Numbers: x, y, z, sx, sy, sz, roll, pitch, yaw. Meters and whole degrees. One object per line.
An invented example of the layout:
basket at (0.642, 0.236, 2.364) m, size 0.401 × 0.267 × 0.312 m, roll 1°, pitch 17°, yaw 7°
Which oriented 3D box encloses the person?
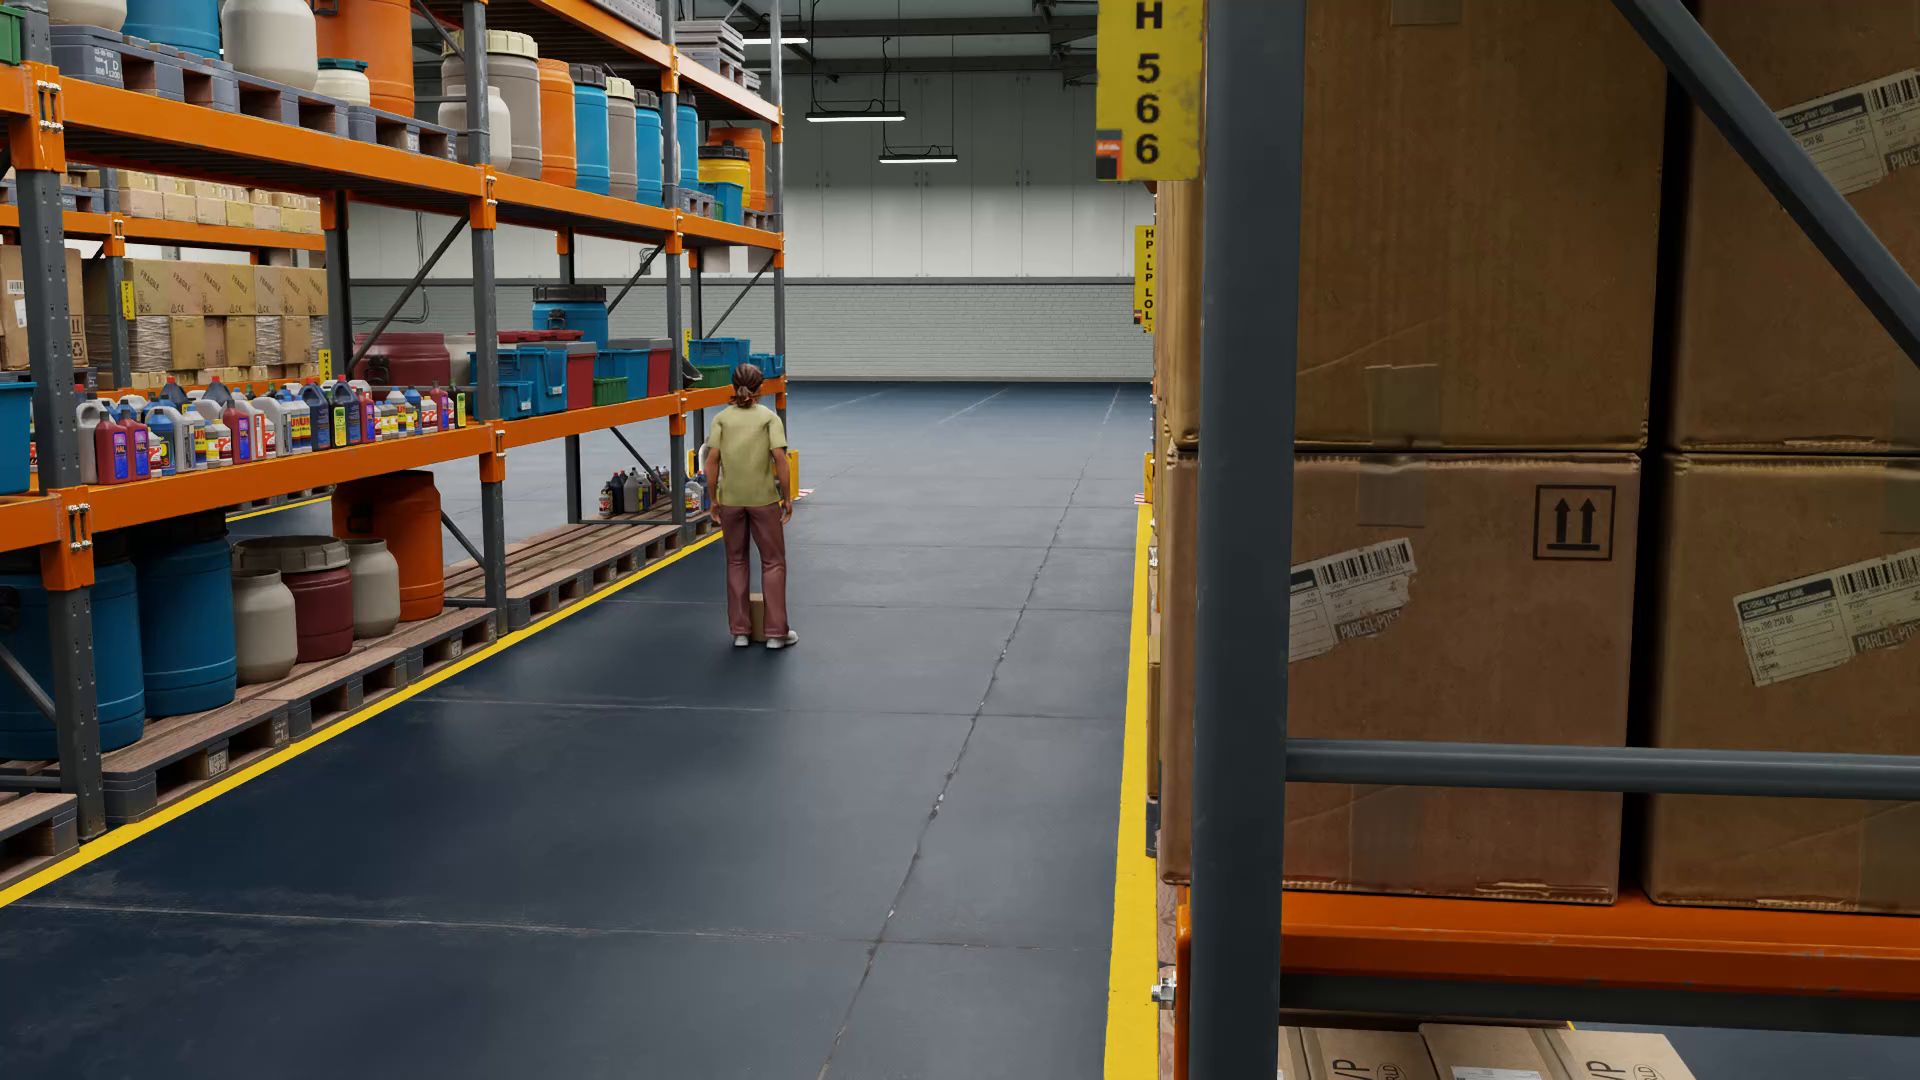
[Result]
person at (-1.231, -0.205, 9.821) m, size 0.499 × 1.673 × 0.404 m, roll 1°, pitch 8°, yaw 6°
